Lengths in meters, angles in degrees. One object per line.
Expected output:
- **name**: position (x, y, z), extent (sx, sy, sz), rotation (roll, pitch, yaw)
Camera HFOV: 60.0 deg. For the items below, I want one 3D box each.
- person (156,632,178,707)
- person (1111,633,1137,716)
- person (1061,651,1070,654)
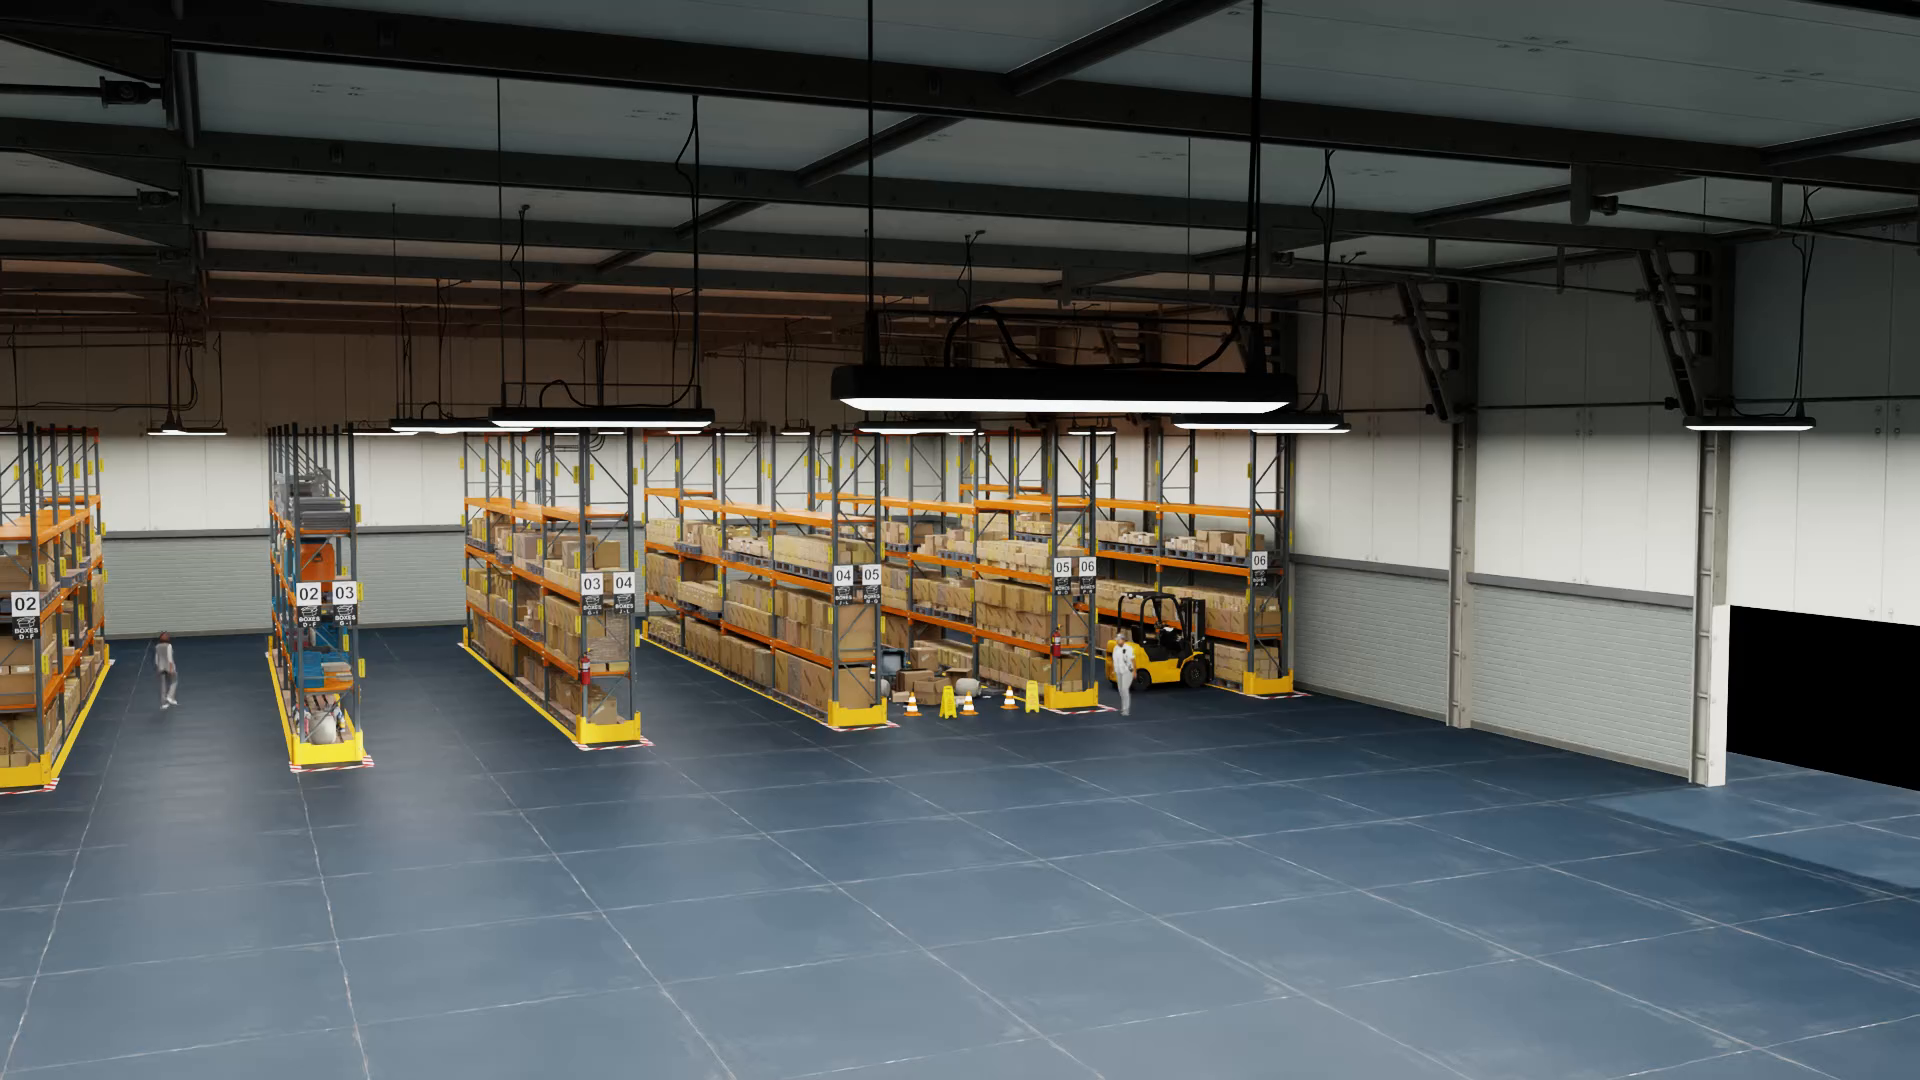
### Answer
- **person**: position (-16.869, 2.757, 35.309), extent (0.442, 1.576, 0.466), rotation (-1, 4, -9)
- **person**: position (3.394, 2.786, 34.682), extent (0.622, 1.667, 0.596), rotation (-3, 5, -43)
- **person**: position (2.421, 2.460, 39.739), extent (0.667, 1.681, 0.837), rotation (-1, 4, -22)
